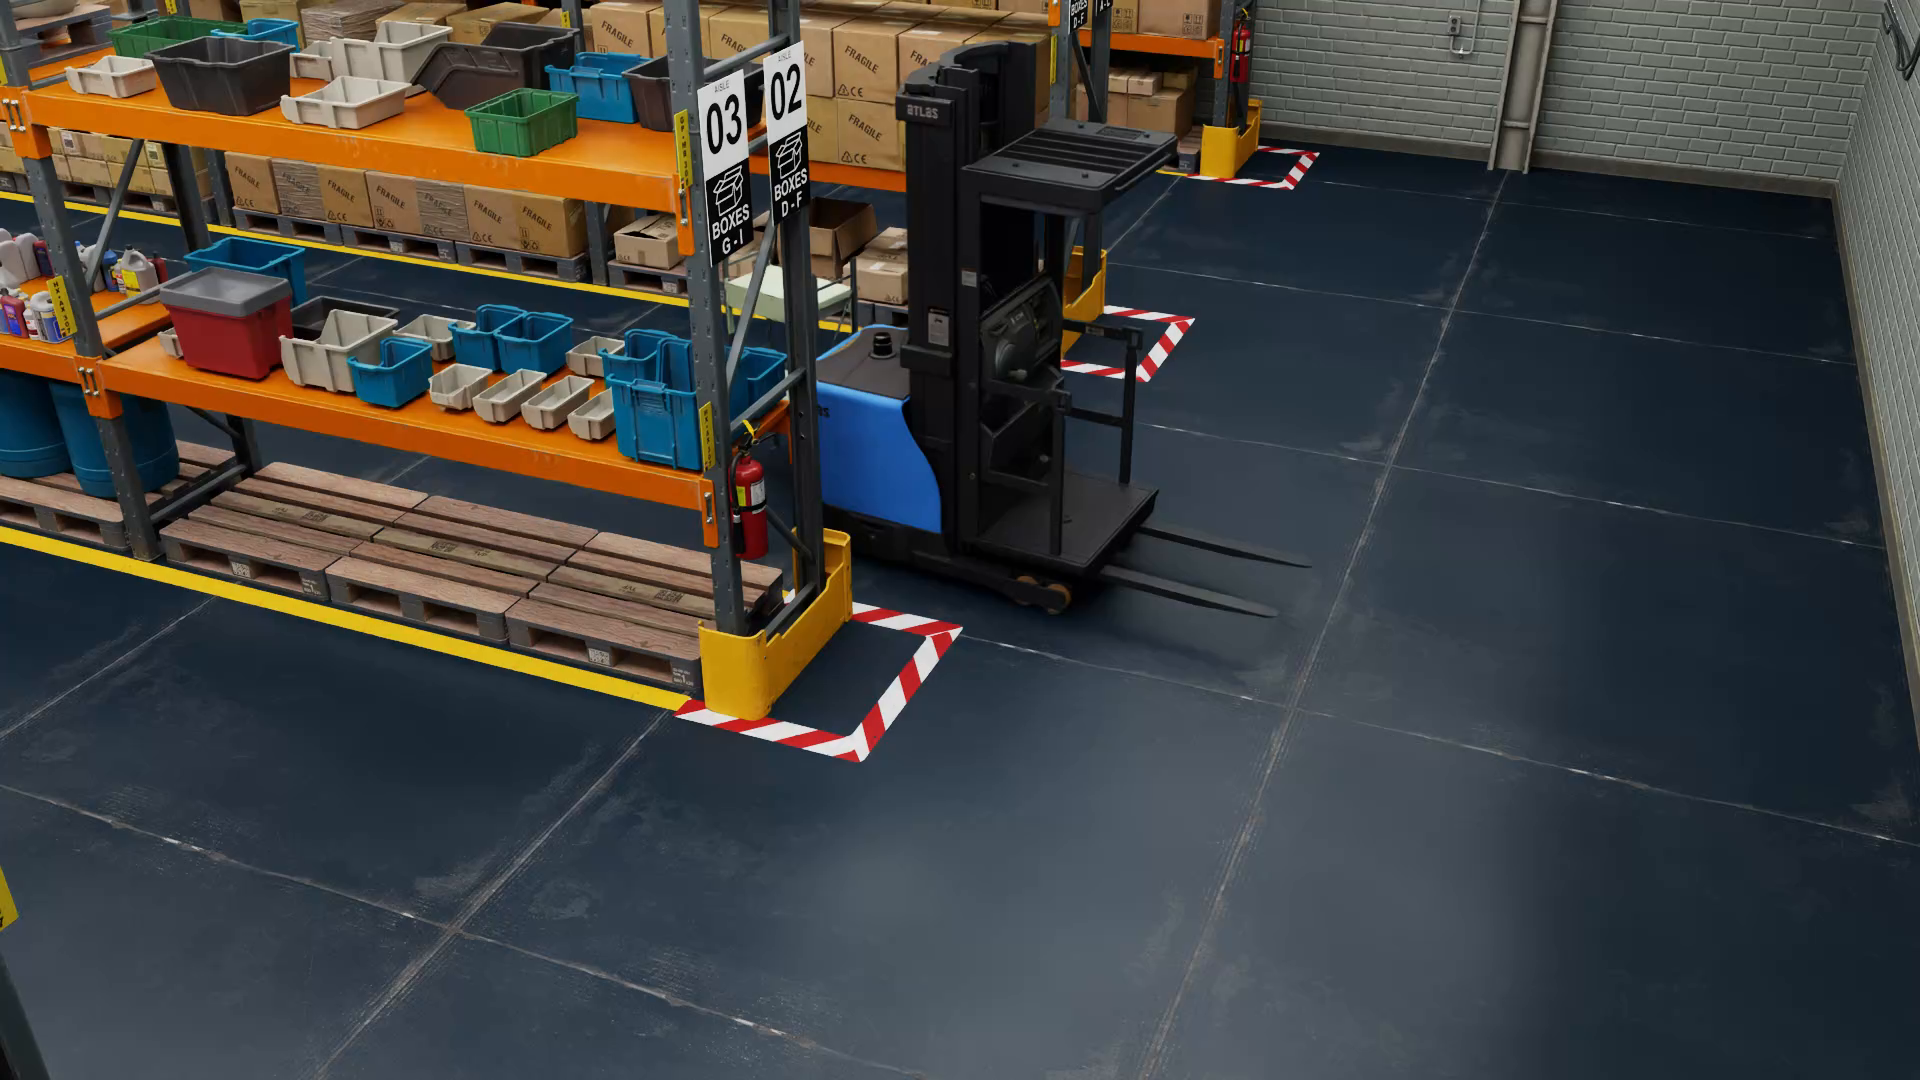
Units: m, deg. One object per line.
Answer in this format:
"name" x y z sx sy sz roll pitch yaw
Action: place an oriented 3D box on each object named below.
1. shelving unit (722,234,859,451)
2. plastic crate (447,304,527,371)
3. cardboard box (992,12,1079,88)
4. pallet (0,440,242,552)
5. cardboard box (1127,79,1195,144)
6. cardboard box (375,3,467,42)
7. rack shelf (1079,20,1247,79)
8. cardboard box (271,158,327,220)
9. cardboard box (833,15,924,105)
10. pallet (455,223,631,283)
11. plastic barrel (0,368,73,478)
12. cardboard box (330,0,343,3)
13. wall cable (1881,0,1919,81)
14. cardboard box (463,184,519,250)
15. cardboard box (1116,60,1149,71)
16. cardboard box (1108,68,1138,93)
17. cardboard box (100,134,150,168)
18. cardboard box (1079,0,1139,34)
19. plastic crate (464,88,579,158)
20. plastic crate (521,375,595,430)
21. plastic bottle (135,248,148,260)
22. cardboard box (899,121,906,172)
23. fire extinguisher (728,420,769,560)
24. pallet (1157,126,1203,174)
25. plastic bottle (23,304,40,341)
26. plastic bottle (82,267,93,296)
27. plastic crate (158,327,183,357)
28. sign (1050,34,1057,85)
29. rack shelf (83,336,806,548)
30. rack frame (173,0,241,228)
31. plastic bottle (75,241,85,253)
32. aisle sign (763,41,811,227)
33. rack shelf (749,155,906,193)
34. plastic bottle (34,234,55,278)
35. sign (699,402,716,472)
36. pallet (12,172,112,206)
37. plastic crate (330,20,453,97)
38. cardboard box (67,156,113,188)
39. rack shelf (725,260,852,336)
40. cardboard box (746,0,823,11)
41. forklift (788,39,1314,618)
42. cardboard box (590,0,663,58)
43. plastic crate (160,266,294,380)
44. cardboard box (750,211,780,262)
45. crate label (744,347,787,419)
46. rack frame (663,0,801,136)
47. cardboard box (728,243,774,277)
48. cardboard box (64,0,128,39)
"shelving unit" -1.056 -1.105 10.591 0.755 1.500 0.431 20 35 31
"plastic crate" -2.595 -1.114 9.192 0.300 0.233 0.416 11 31 19
"cardboard box" 0.562 -3.604 12.372 0.500 0.500 0.500 12 32 21
"pallet" -5.398 -0.353 10.572 1.213 0.211 1.003 11 31 19
"cardboard box" 2.047 -4.361 16.942 0.500 0.500 0.700 11 31 19
"cardboard box" -4.493 -4.188 13.995 0.500 0.500 0.700 4 30 6
"rack shelf" 0.880 -5.240 17.114 4.000 0.370 1.077 11 31 19
"cardboard box" -5.738 -3.198 14.864 0.500 0.500 0.500 10 31 17
"cardboard box" -0.593 -3.546 12.269 0.500 0.500 0.500 12 32 20
"pallet" -3.601 -2.583 14.516 1.213 0.211 1.003 11 31 19
"plastic barrel" -5.852 -0.914 10.436 0.708 0.901 0.600 11 31 19
"cardboard box" -7.289 -6.624 20.163 0.500 0.250 0.500 11 31 18
"wall cable" 7.839 -5.233 13.431 0.112 2.526 3.097 11 31 19
"cardboard box" -3.853 -2.823 14.200 0.500 0.500 0.500 11 31 19
"cardboard box" 1.768 -4.805 17.068 0.250 0.149 0.380 11 31 19
"cardboard box" 1.622 -4.631 16.761 0.250 0.149 0.380 12 32 20
"cardboard box" -7.601 -3.711 15.476 0.500 0.311 0.500 11 31 18
"cardboard box" 1.578 -5.533 16.596 0.700 0.700 0.980 11 31 19
"plastic crate" -2.013 -1.931 7.697 0.336 0.188 0.450 11 31 19
"plastic crate" -2.079 -0.705 8.568 0.243 0.136 0.396 11 31 19
"plastic bottle" -5.002 -1.642 10.136 0.133 0.283 0.061 11 31 19
"cardboard box" -0.126 -3.020 12.354 0.500 0.500 0.500 12 31 20
"fire extinguisher" -1.023 -0.234 7.985 0.183 0.674 0.296 11 31 19
"pallet" 1.962 -4.081 17.167 1.213 0.211 1.003 11 31 19
"plastic bottle" -5.303 -1.254 9.533 0.097 0.201 0.097 0 29 0
"plastic bottle" -5.353 -1.586 10.120 0.097 0.201 0.097 0 29 0
"plastic crate" -4.321 -1.166 9.382 0.243 0.136 0.396 11 31 19
"sign" 0.647 -3.316 11.481 0.005 0.325 0.100 11 31 19
"rack shelf" -2.845 -0.722 9.122 4.000 0.370 1.077 11 31 19
"rack frame" -6.539 -4.403 14.903 0.127 3.000 1.000 11 31 19
"plastic bottle" -5.420 -1.711 10.270 0.097 0.271 0.097 0 29 0
"aisle sign" -0.814 -1.919 7.867 0.004 0.787 0.394 11 31 19
"rack shelf" -0.979 -2.980 13.117 4.000 0.370 1.077 11 31 19
"plastic bottle" -5.701 -1.781 10.383 0.133 0.283 0.061 11 31 19
"sign" -1.184 -0.483 7.801 0.005 0.325 0.100 11 31 19
"pallet" -8.414 -3.586 16.291 1.213 0.211 1.003 11 31 19
"plastic crate" -2.930 -2.471 8.556 0.530 0.282 0.437 11 31 19
"cardboard box" -8.062 -3.563 15.785 0.500 0.250 0.500 12 32 20
"rack shelf" -1.056 -1.444 10.399 0.720 0.370 0.431 20 35 31
"cardboard box" -1.324 -3.980 13.036 0.500 0.500 0.500 12 31 20
"forklift" 0.528 -1.158 9.231 3.031 2.935 1.130 15 33 24
"cardboard box" -2.502 -3.927 12.942 0.500 0.500 0.500 12 32 20
"plastic crate" -3.965 -1.180 9.075 0.583 0.464 0.402 11 31 19
"cardboard box" -1.503 -2.570 13.944 0.500 0.311 0.500 11 31 19
"crate label" -1.097 -0.815 8.663 0.303 0.233 0.416 11 31 19
"rack frame" -0.992 -3.277 6.814 0.127 3.000 1.000 11 31 19
"cardboard box" -1.720 -2.290 13.596 0.250 0.166 0.380 11 31 19
"cardboard box" -8.100 -4.750 15.415 0.500 0.500 0.500 10 31 16
